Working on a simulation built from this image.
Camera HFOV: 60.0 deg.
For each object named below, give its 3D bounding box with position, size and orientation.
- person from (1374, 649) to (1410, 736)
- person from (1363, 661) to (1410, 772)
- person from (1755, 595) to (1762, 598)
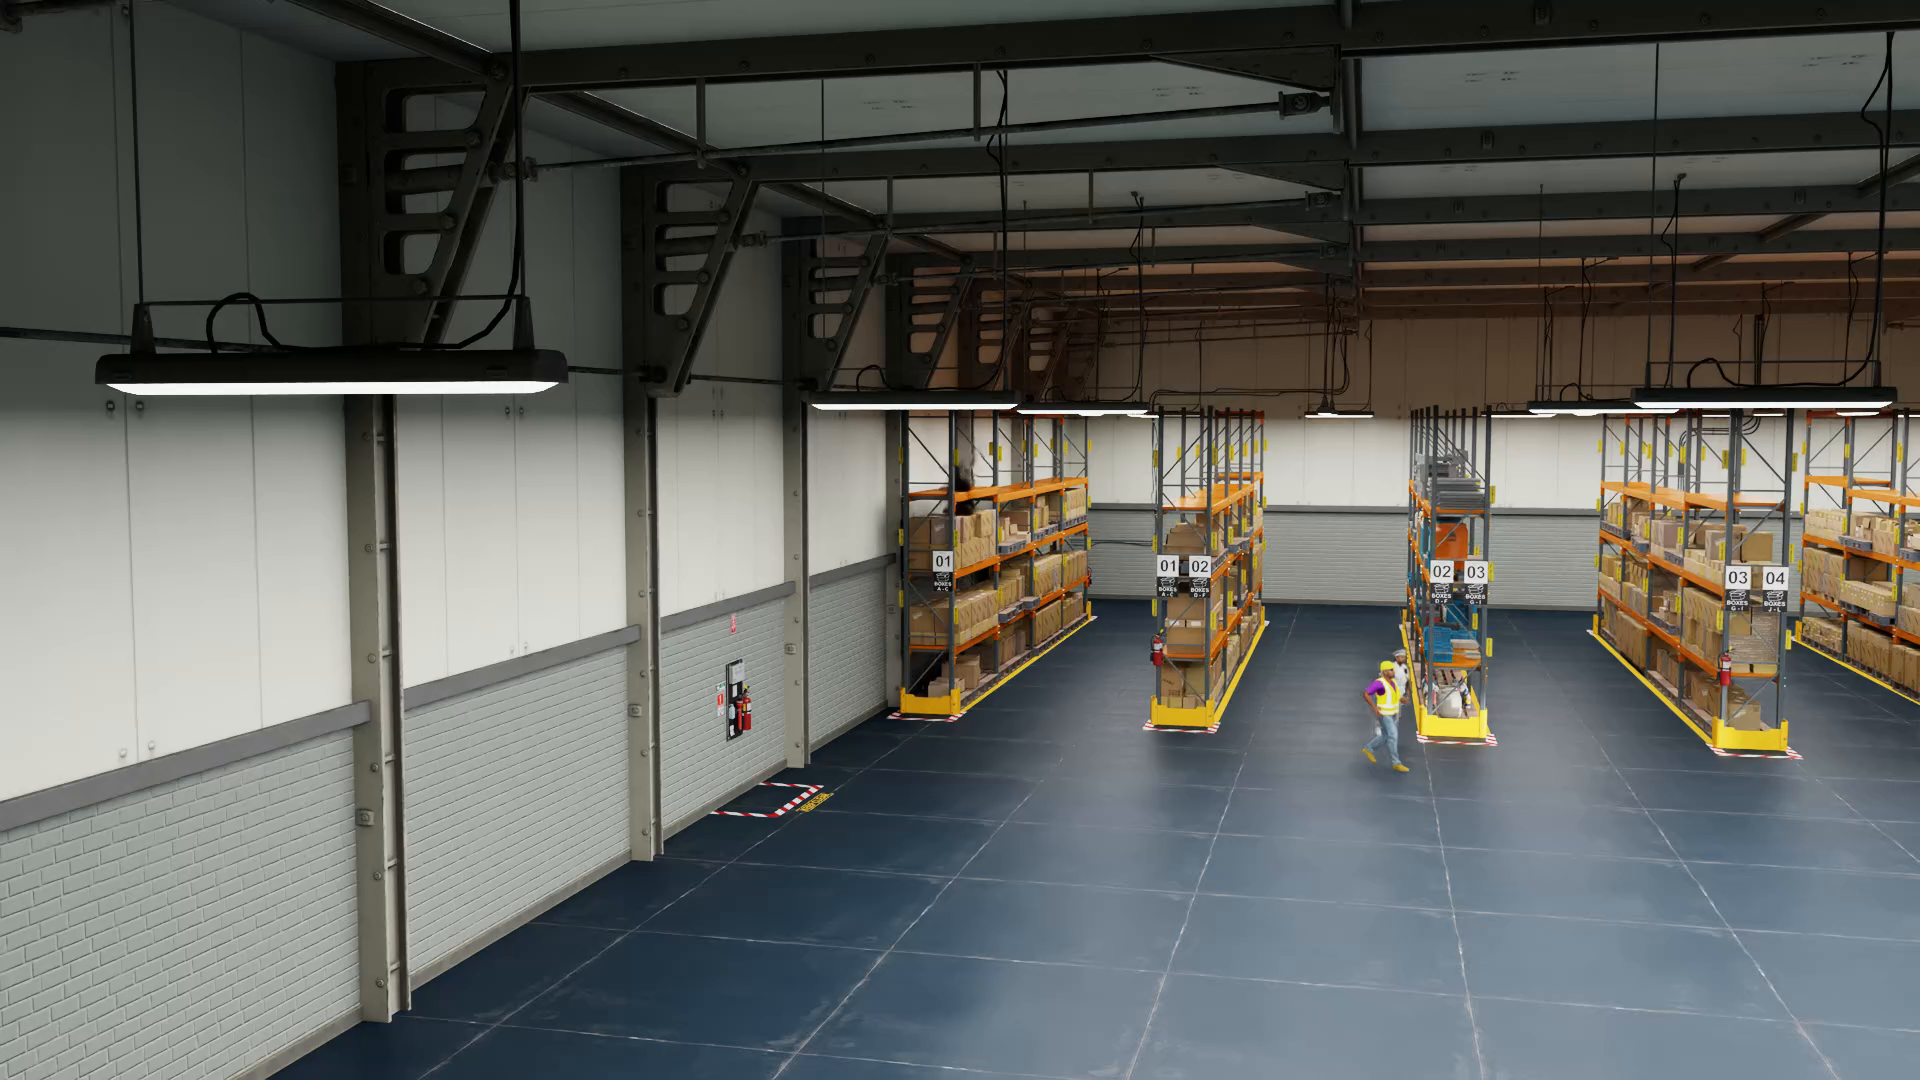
[{"bbox_3d":[7.800,2.770,29.792,0.638,1.640,0.517,-2,4,-24],"label":"person"},{"bbox_3d":[6.993,2.862,27.277,0.918,1.761,0.711,4,6,43],"label":"person"},{"bbox_3d":[20.944,1.802,44.115,0.493,1.537,0.589,-2,5,-29],"label":"person"}]
